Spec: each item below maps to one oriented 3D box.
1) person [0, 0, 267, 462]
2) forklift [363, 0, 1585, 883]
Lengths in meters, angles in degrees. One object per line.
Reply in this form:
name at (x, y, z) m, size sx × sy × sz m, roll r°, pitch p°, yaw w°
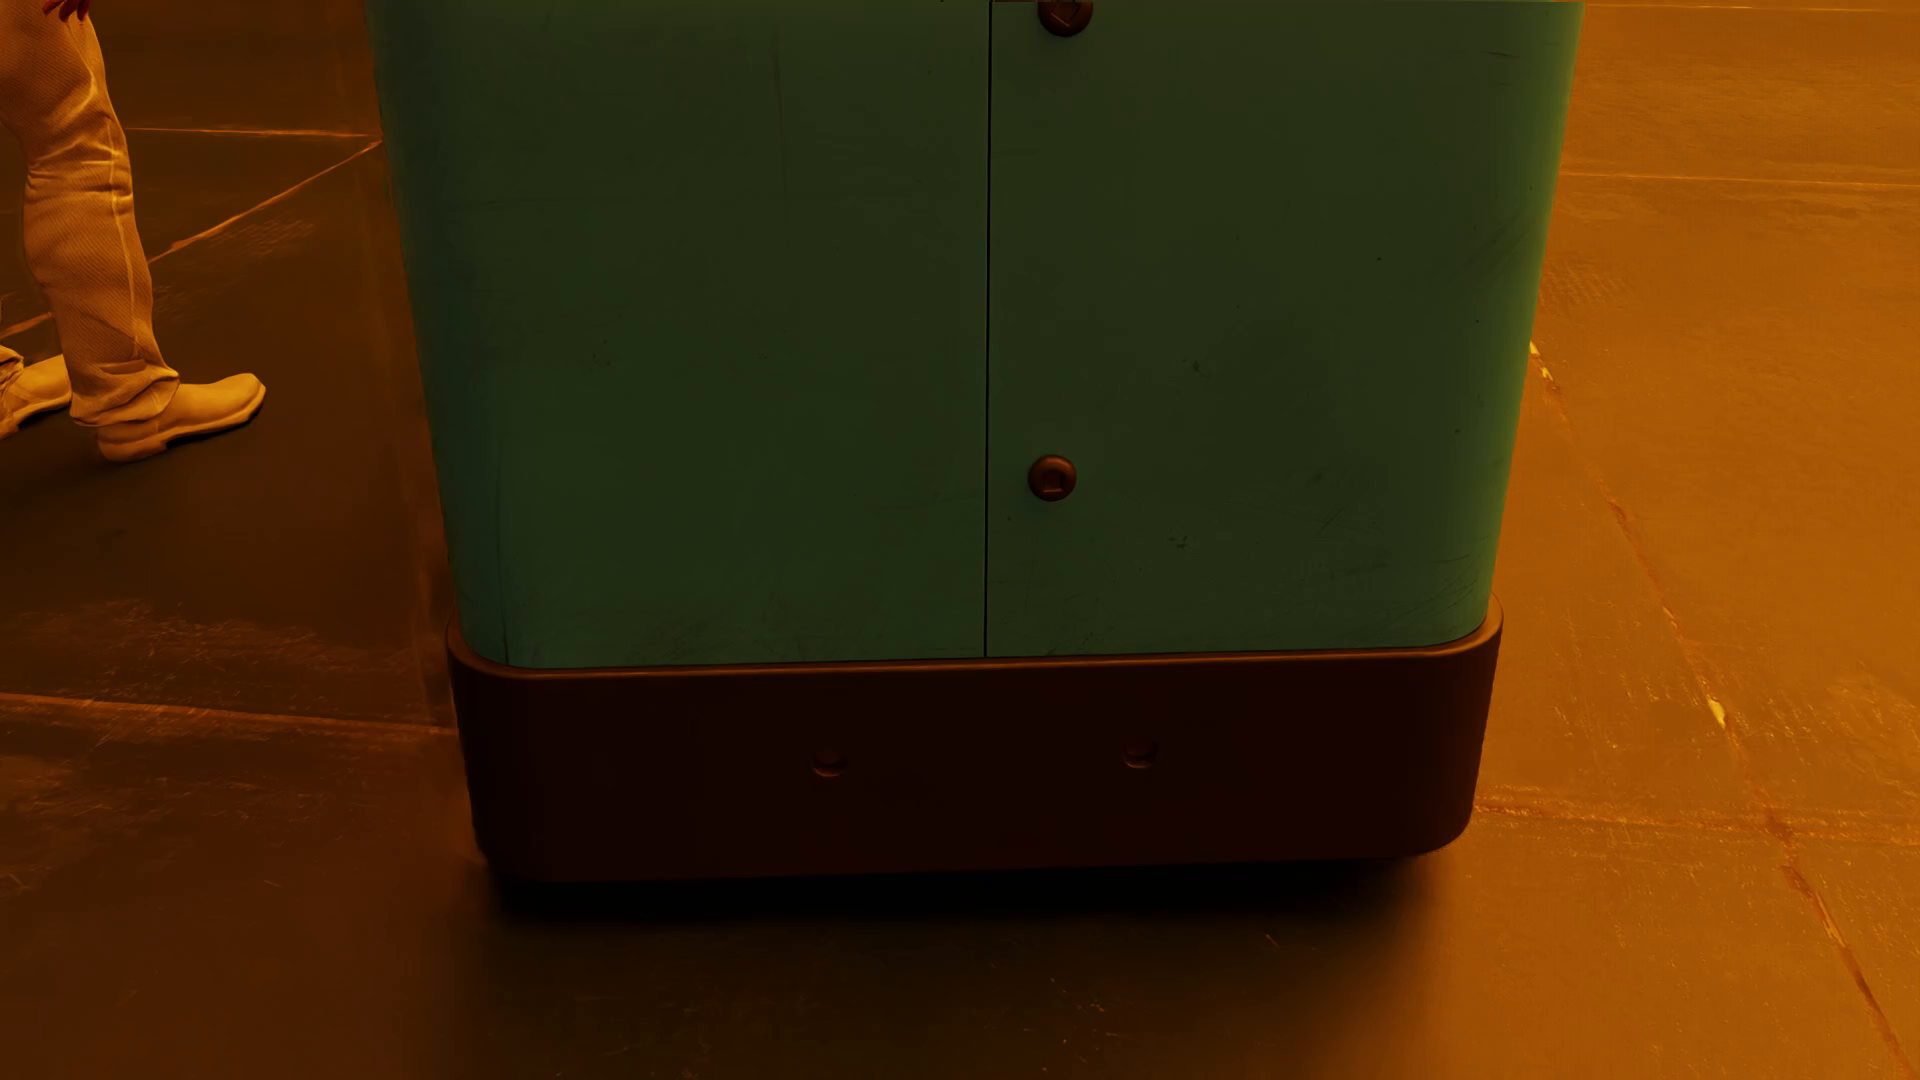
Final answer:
person at (-1.556, -0.971, 2.474) m, size 0.708 × 1.764 × 0.478 m, roll 9°, pitch 28°, yaw 18°
forklift at (-0.050, -1.590, 2.403) m, size 1.130 × 2.935 × 3.031 m, roll -1°, pitch 27°, yaw -3°
